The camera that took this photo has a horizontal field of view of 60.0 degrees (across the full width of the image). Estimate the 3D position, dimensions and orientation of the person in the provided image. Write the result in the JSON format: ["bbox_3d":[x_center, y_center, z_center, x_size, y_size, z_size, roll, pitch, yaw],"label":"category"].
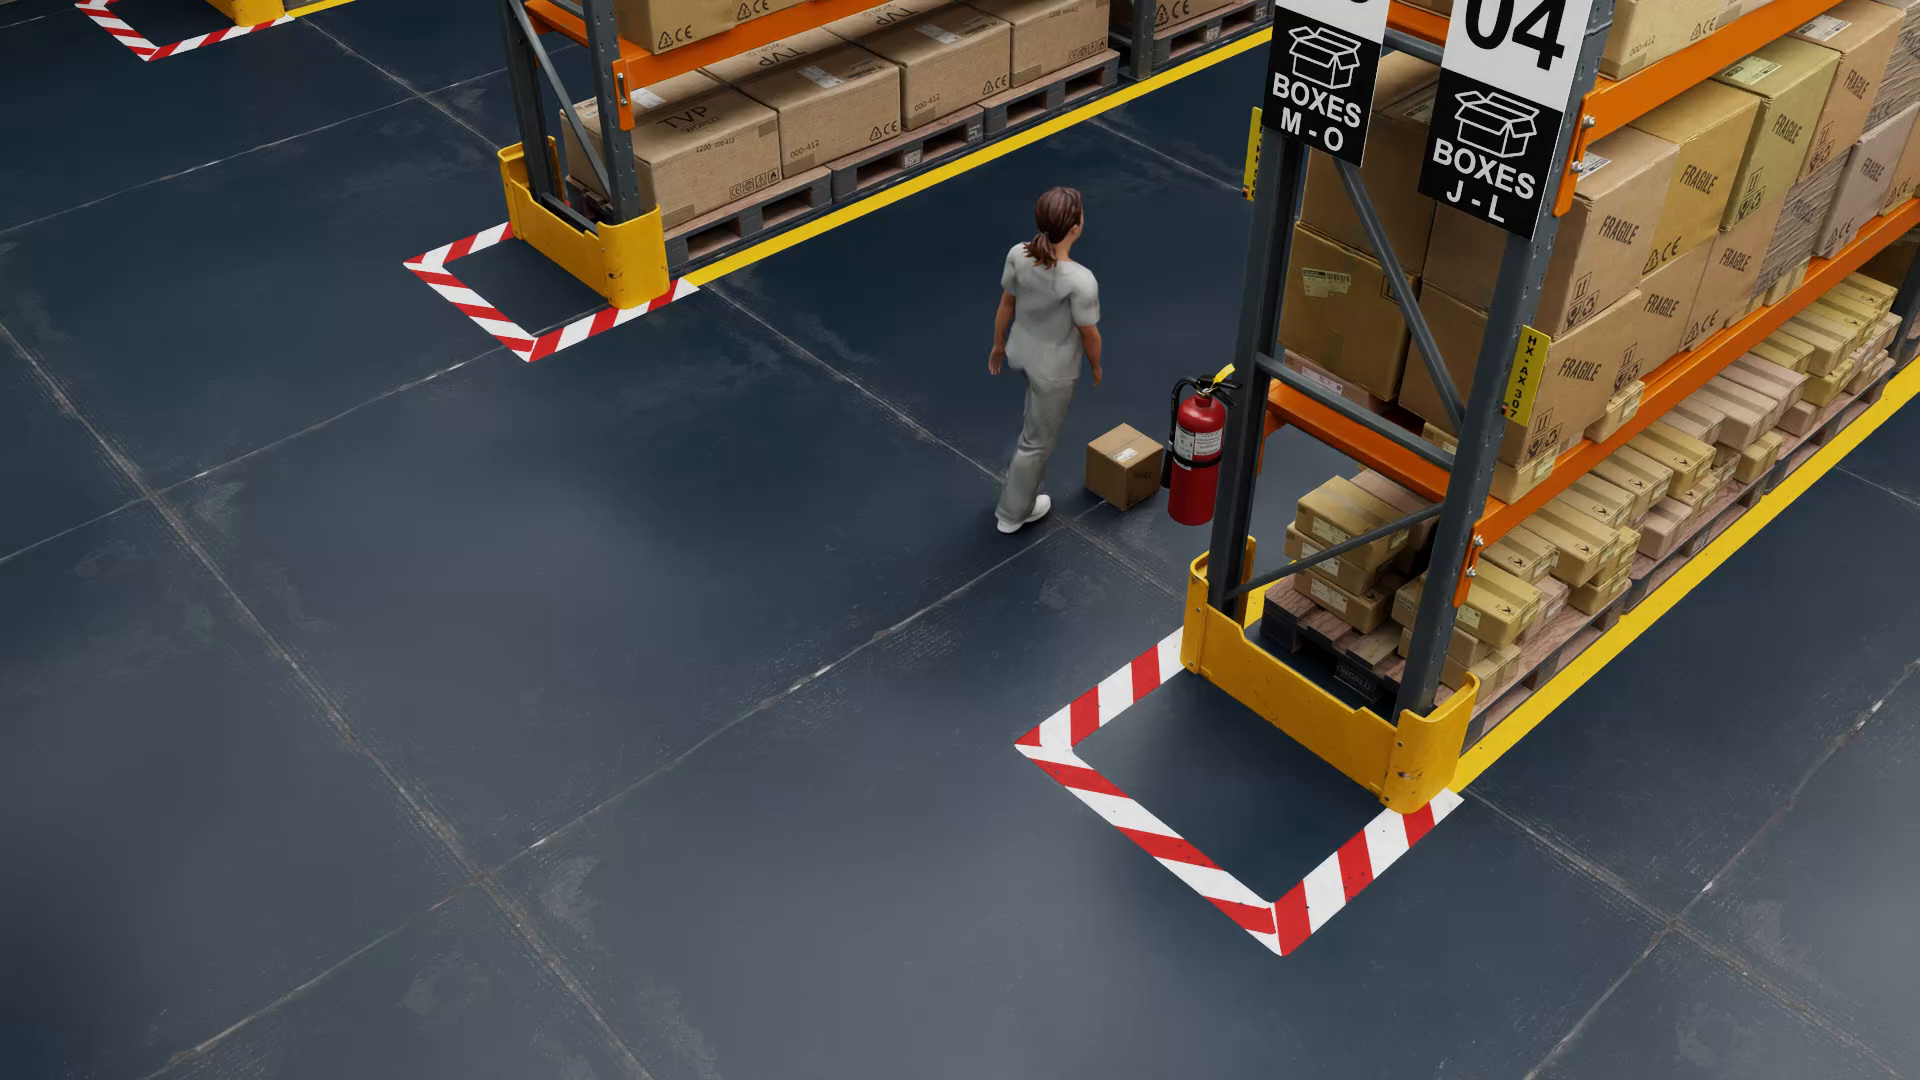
[{"bbox_3d":[0.393,-0.740,7.036,0.507,1.694,0.504,-31,49,-31],"label":"person"}]
